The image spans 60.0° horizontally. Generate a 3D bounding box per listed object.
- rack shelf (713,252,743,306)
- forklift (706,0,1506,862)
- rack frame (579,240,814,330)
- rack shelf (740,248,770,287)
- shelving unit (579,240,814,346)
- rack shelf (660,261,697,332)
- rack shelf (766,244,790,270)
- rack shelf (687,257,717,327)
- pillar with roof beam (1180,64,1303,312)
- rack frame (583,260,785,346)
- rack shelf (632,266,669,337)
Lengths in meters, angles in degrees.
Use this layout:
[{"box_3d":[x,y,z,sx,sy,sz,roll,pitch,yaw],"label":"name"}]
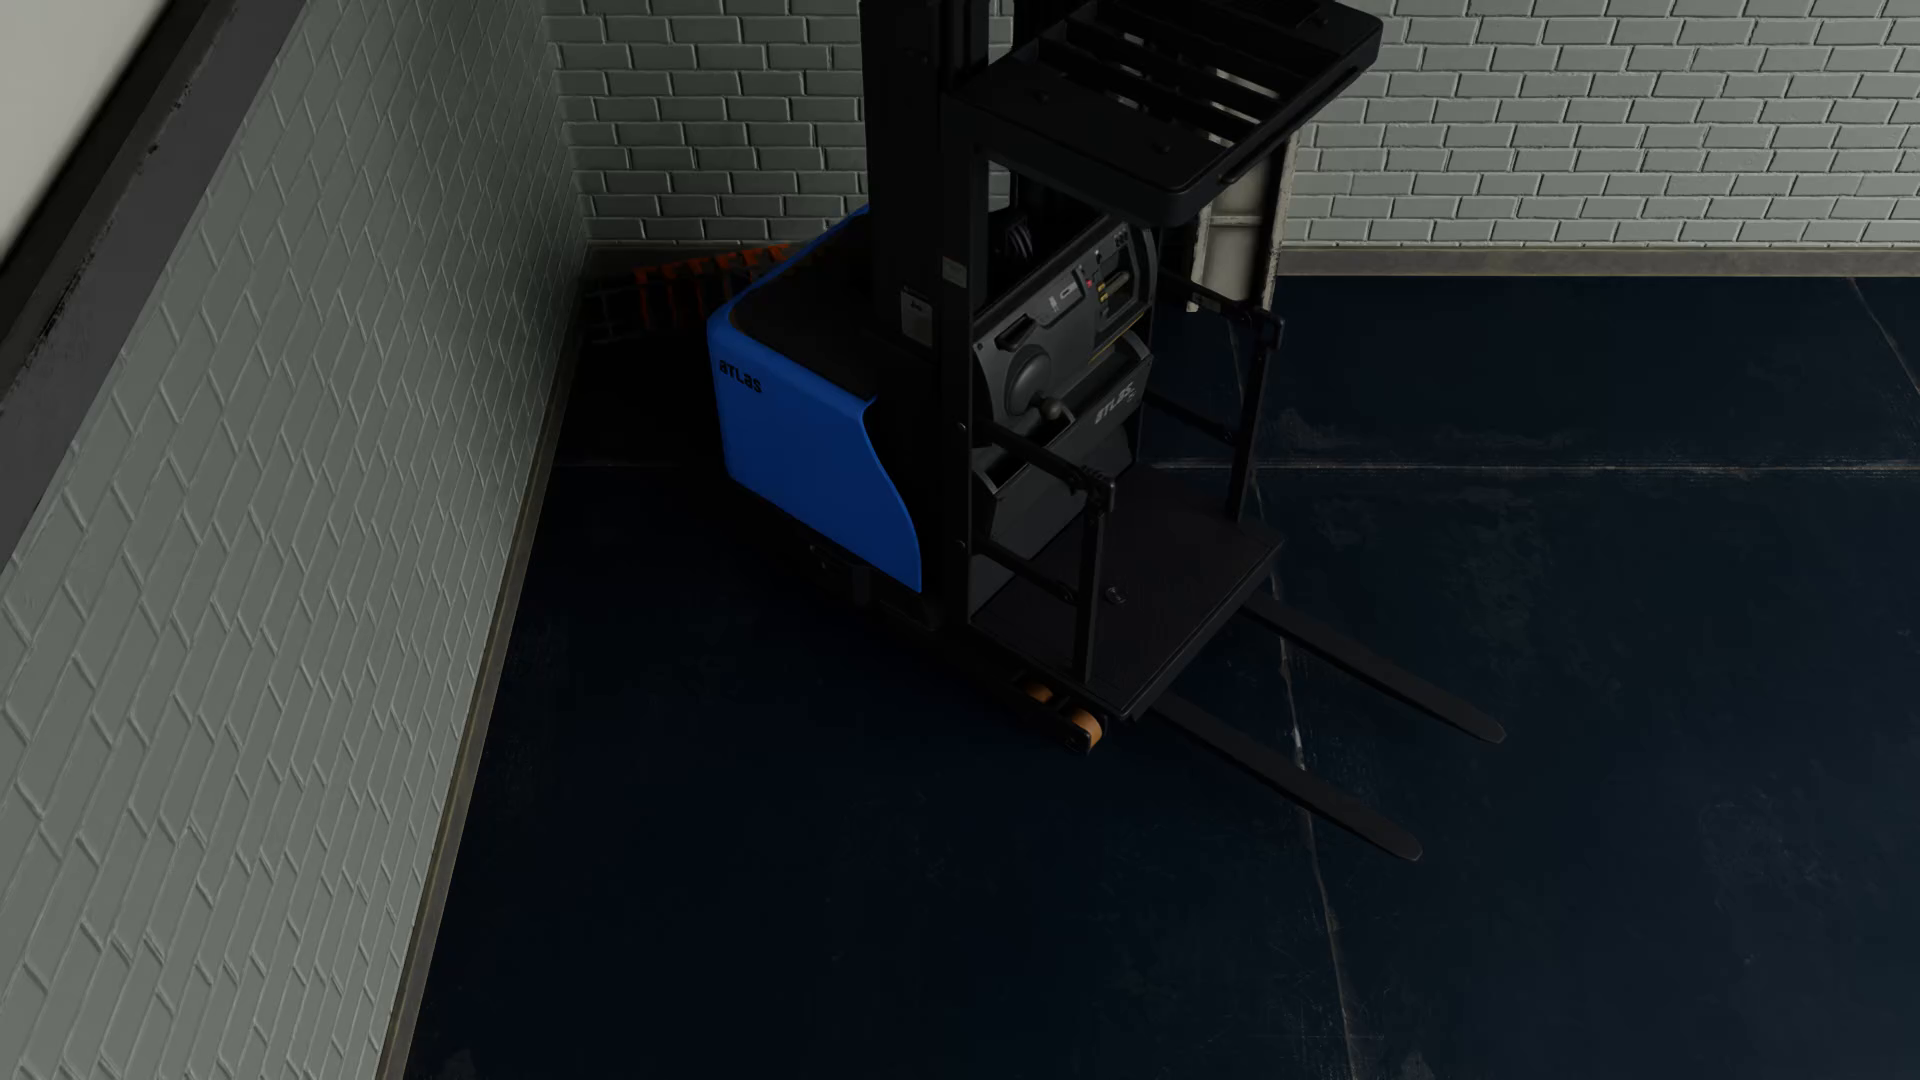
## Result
[{"box_3d":[-1.012,-1.122,7.376,0.103,0.258,0.180,-12,32,-12],"label":"rack shelf"},{"box_3d":[0.523,-0.673,5.374,3.031,2.935,1.130,30,54,25],"label":"forklift"},{"box_3d":[-1.080,-1.157,7.443,1.200,0.240,0.006,-12,32,-12],"label":"rack frame"},{"box_3d":[-0.897,-1.146,7.402,0.103,0.258,0.180,-12,32,-12],"label":"rack shelf"},{"box_3d":[-1.054,-1.113,7.367,1.200,0.258,0.189,-12,32,-12],"label":"shelving unit"},{"box_3d":[-1.241,-1.073,7.325,0.103,0.258,0.180,-12,32,-12],"label":"rack shelf"},{"box_3d":[-0.782,-1.170,7.427,0.103,0.258,0.180,-12,32,-12],"label":"rack shelf"},{"box_3d":[-1.127,-1.098,7.351,0.103,0.258,0.180,-12,32,-12],"label":"rack shelf"},{"box_3d":[1.231,-1.091,1.617,0.400,9.000,9.100,0,47,0],"label":"pillar with roof beam"},{"box_3d":[-1.028,-1.069,7.291,1.200,0.240,0.006,-12,32,-12],"label":"rack frame"},{"box_3d":[-1.356,-1.049,7.300,0.103,0.258,0.180,-12,32,-12],"label":"rack shelf"}]
